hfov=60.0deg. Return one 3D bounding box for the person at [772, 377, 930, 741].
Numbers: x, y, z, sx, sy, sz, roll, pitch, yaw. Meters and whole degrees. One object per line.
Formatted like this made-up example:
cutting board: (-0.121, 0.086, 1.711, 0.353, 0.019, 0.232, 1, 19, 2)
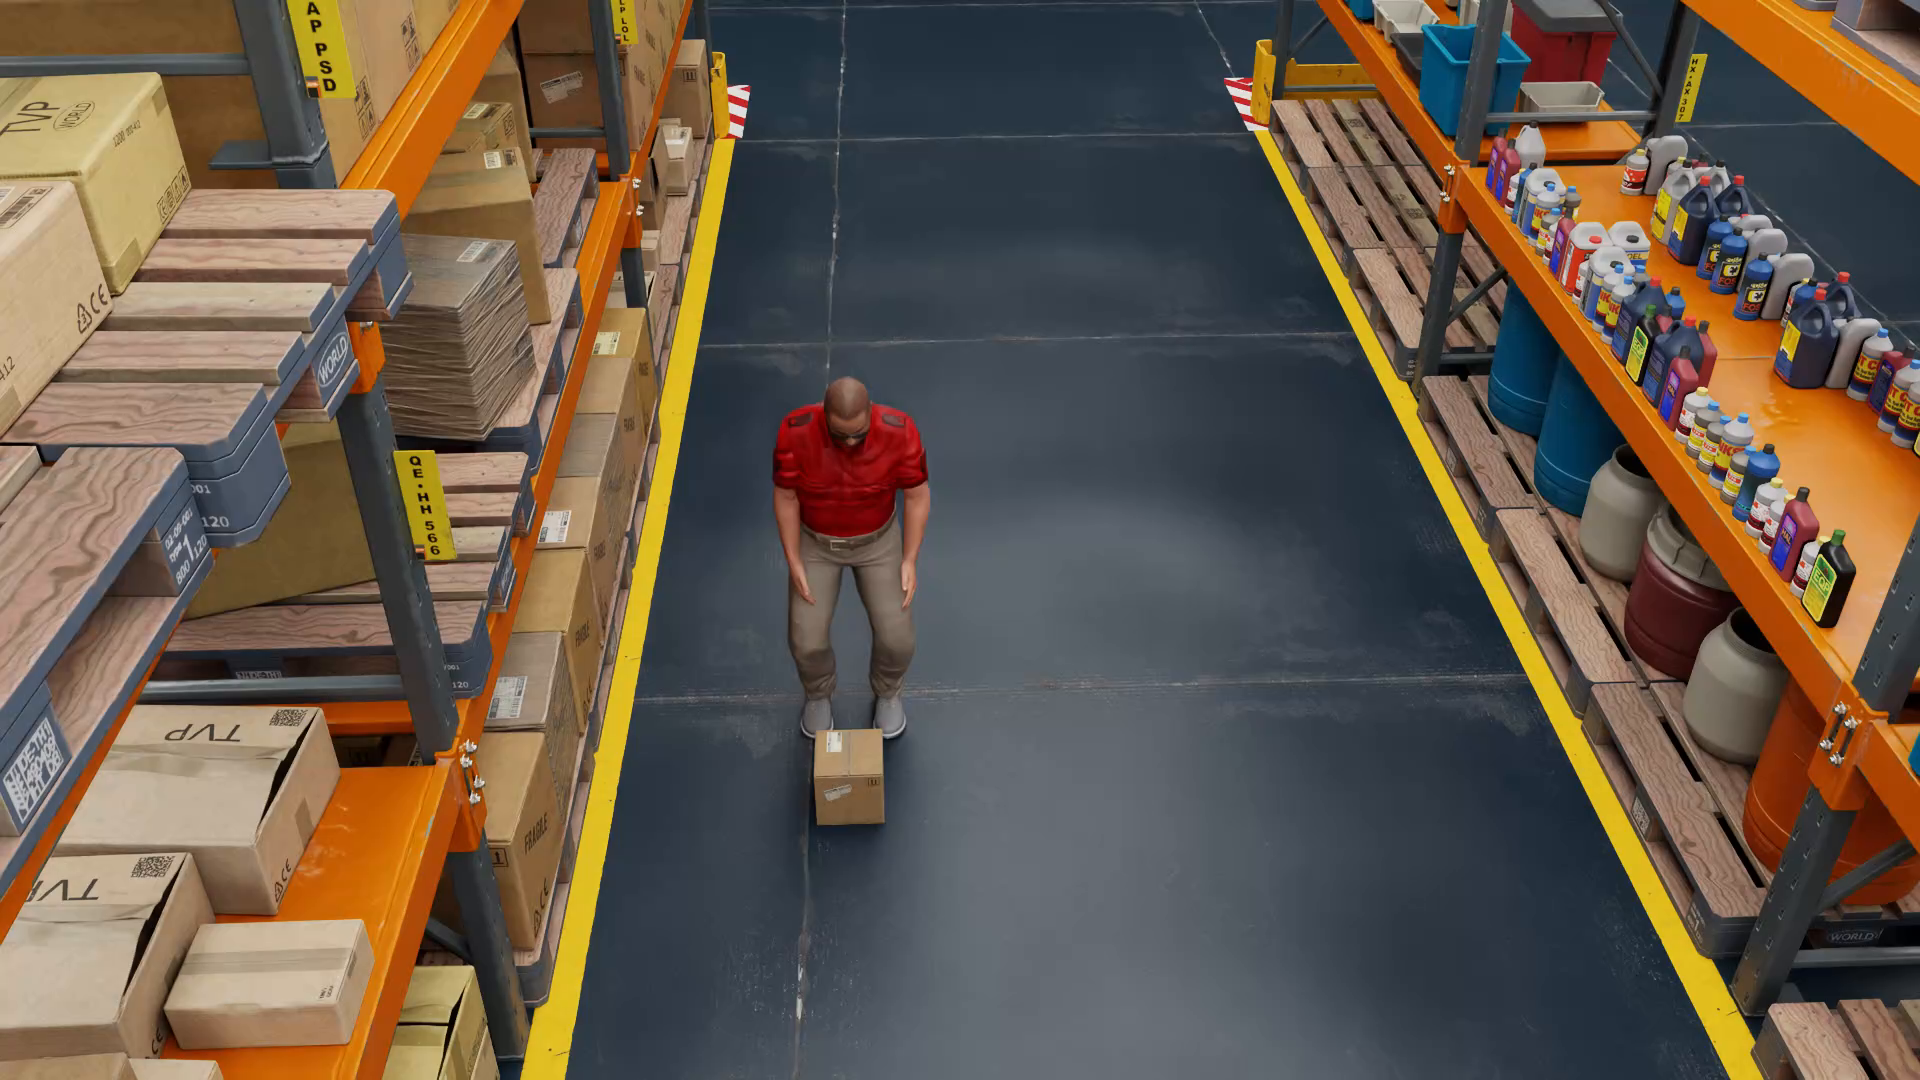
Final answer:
person: (-0.394, 0.040, 6.204, 0.571, 1.624, 0.503, 0, 35, -1)
